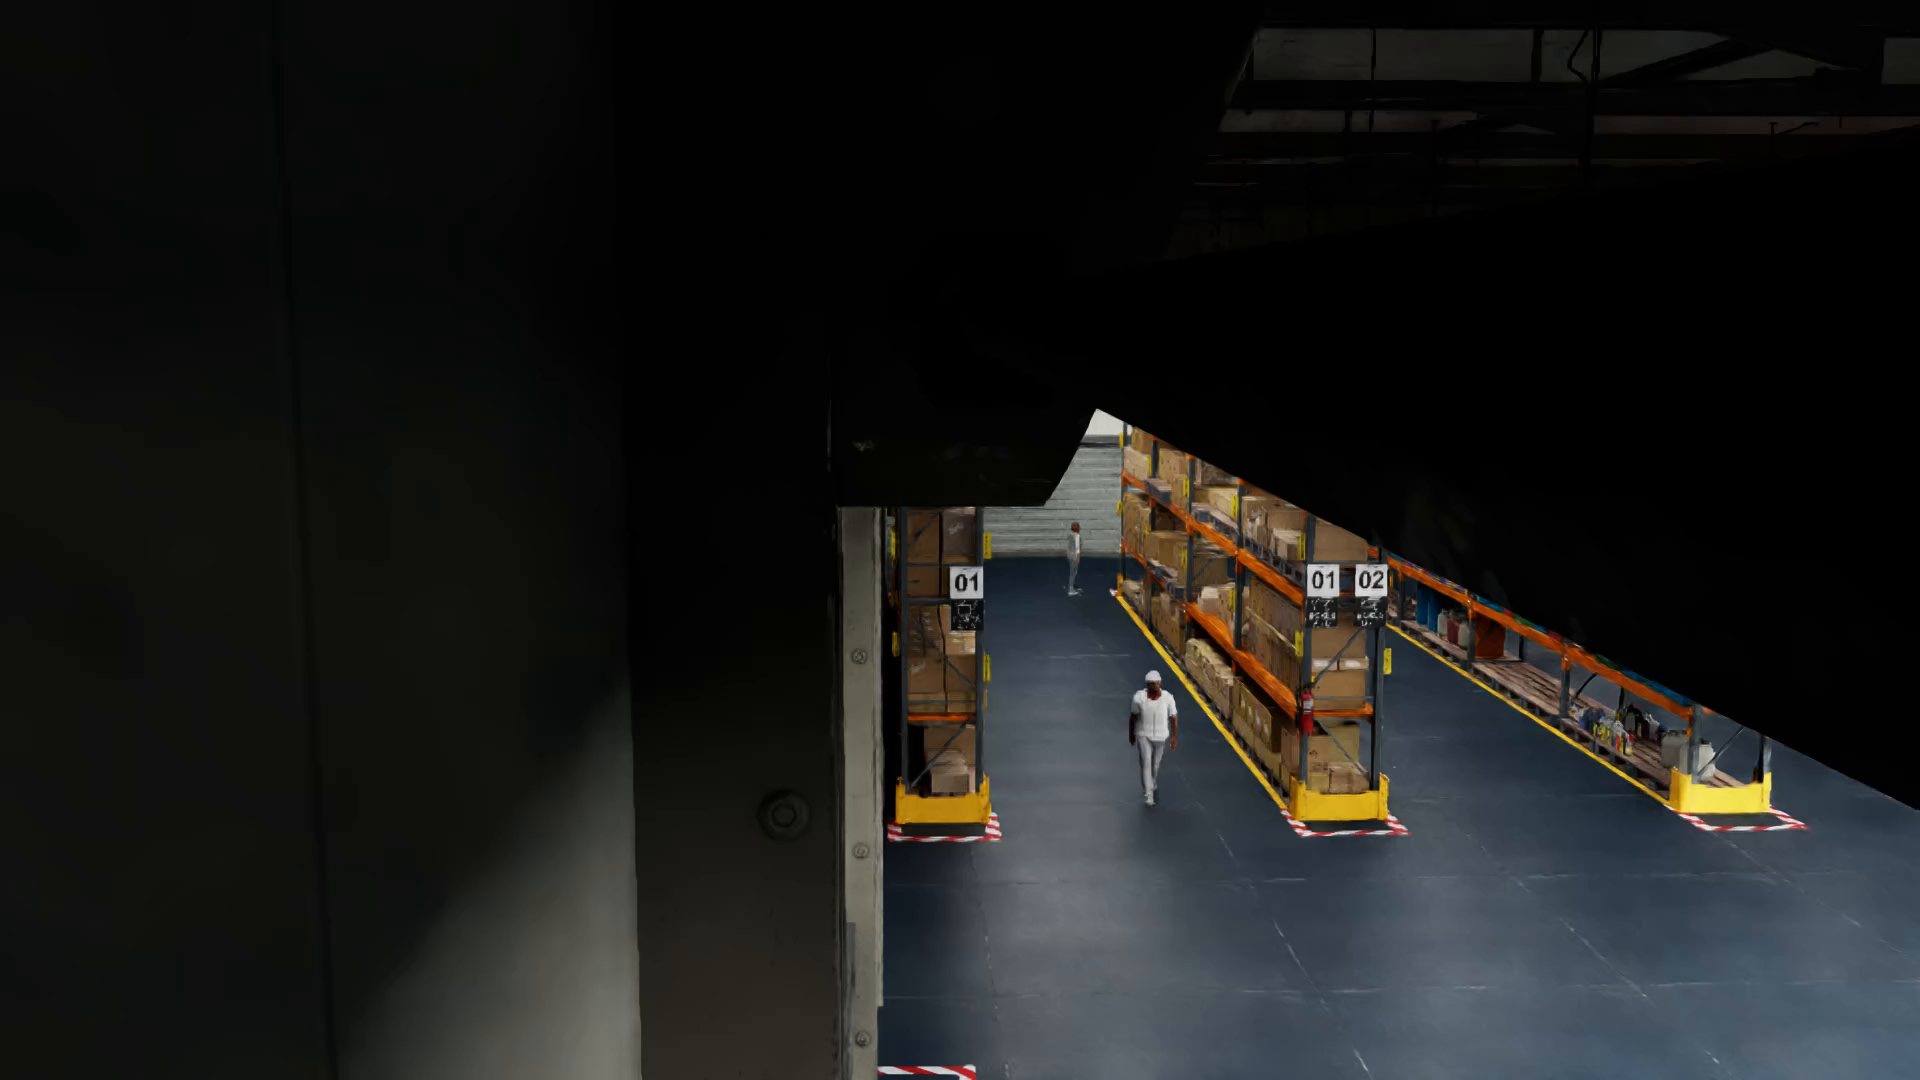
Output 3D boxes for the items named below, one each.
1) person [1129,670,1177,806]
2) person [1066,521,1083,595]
[{"bbox_3d":[2.491,2.500,21.328,0.583,1.707,1.084,-1,8,-4],"label":"person"},{"bbox_3d":[2.545,0.387,36.597,0.424,1.599,0.503,-3,8,-18],"label":"person"}]
